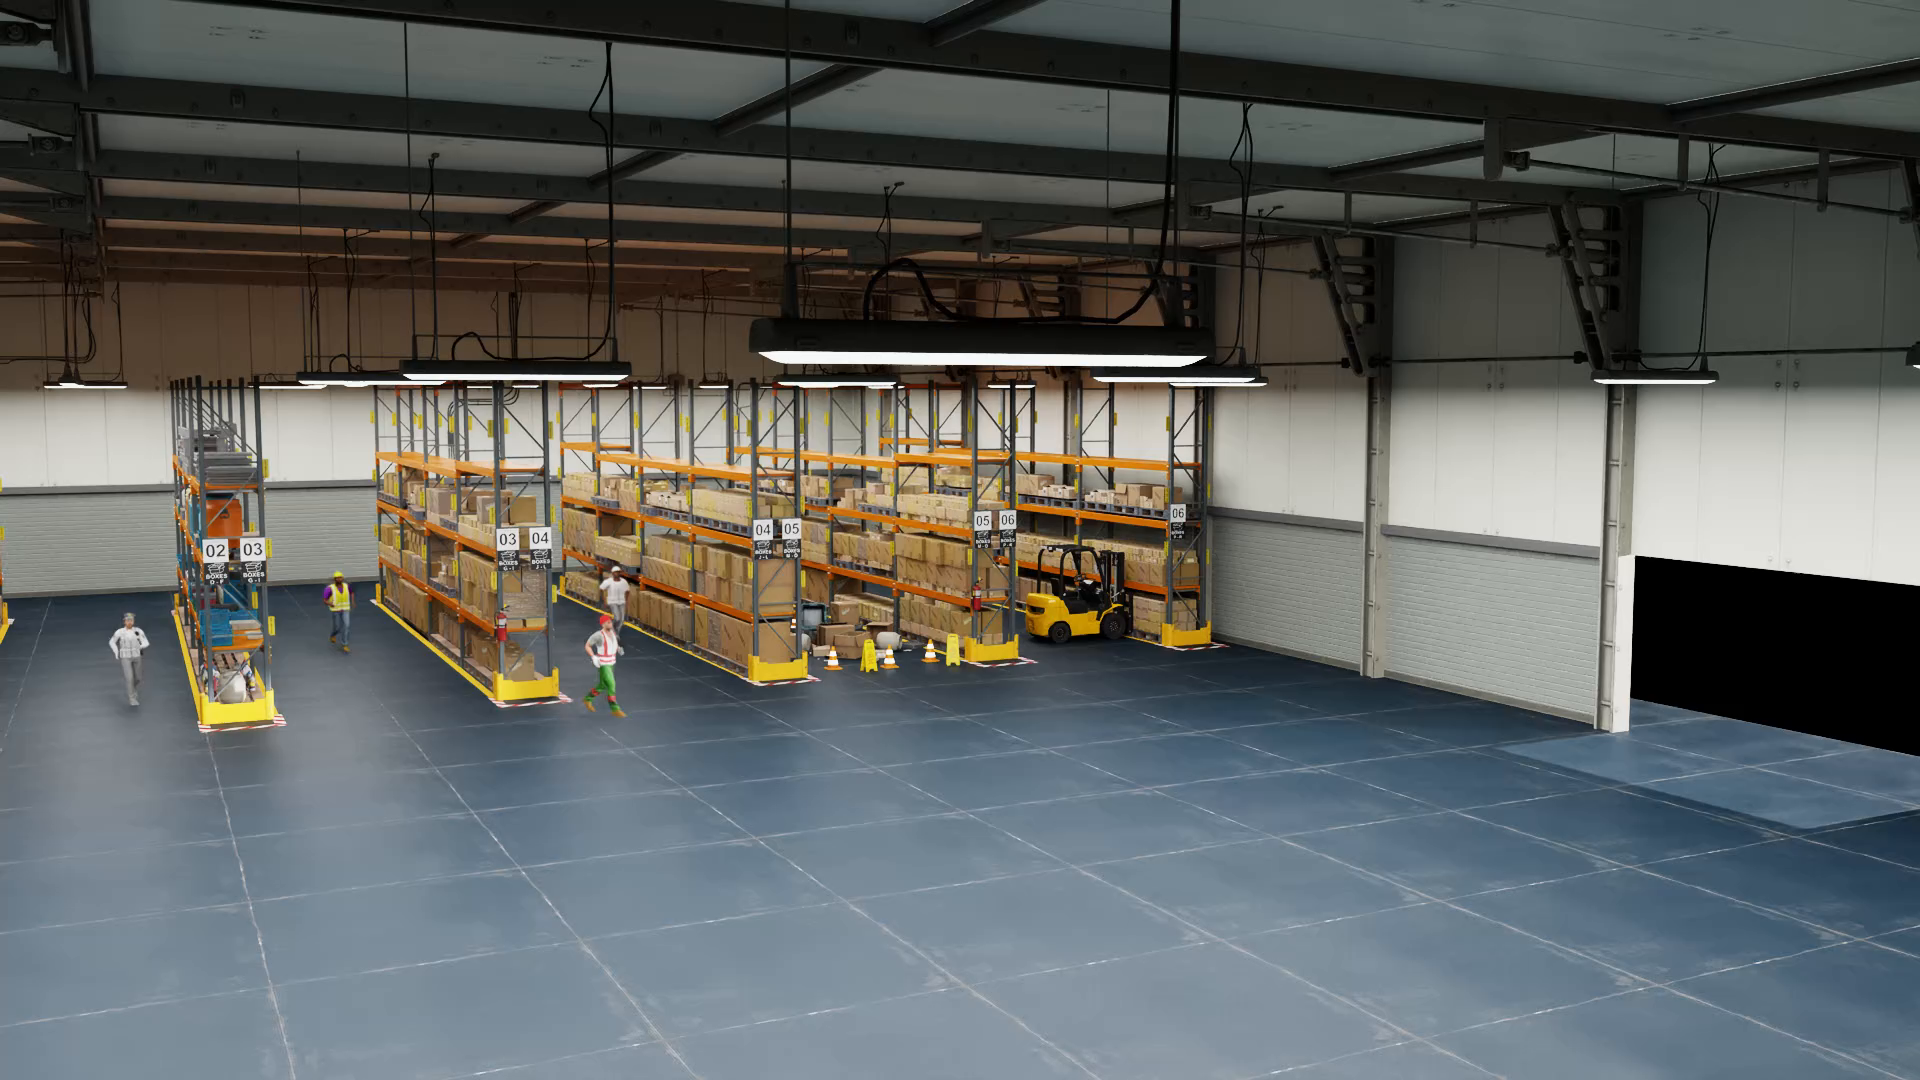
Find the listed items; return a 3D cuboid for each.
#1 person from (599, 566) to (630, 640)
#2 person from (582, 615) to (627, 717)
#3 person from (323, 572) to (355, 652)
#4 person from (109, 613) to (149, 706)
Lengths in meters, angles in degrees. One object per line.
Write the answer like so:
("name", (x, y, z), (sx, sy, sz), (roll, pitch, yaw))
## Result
("person", (-7.870, 1.463, 38.193), (0.691, 1.723, 0.586), (-4, 6, -35))
("person", (-6.259, 2.192, 29.306), (0.963, 1.781, 0.648), (2, 5, 21))
("person", (-13.778, 1.576, 36.976), (0.712, 1.754, 0.932), (-3, 6, -34))
("person", (-15.219, 2.162, 30.510), (0.622, 1.670, 0.877), (-4, 6, -38))
